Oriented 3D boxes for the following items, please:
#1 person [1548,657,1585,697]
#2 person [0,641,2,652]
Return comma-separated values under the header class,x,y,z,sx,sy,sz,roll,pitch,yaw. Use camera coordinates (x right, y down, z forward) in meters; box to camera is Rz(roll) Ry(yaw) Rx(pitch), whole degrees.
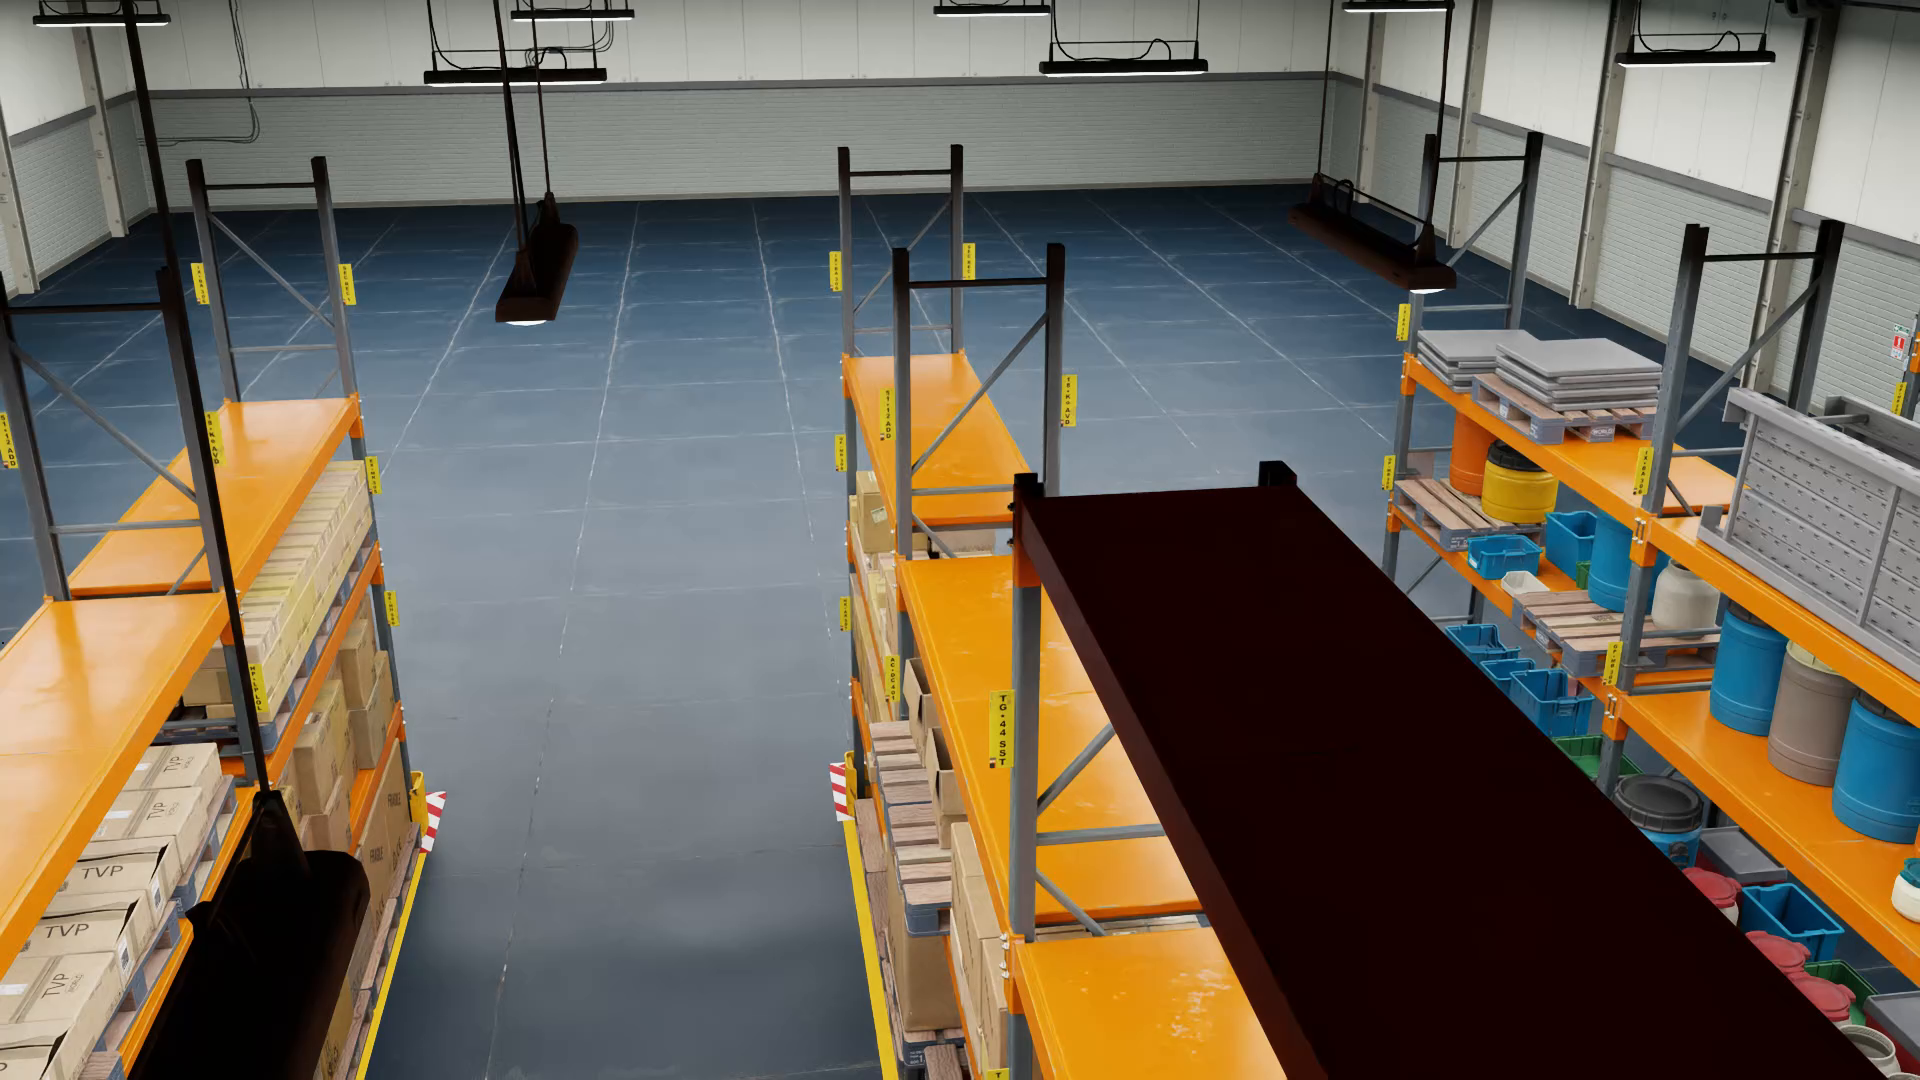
class,x,y,z,sx,sy,sz,roll,pitch,yaw
person,5.941,1.297,16.156,0.483,1.626,0.927,-7,23,-16
person,-9.303,1.376,15.808,0.786,1.698,0.547,1,22,2
